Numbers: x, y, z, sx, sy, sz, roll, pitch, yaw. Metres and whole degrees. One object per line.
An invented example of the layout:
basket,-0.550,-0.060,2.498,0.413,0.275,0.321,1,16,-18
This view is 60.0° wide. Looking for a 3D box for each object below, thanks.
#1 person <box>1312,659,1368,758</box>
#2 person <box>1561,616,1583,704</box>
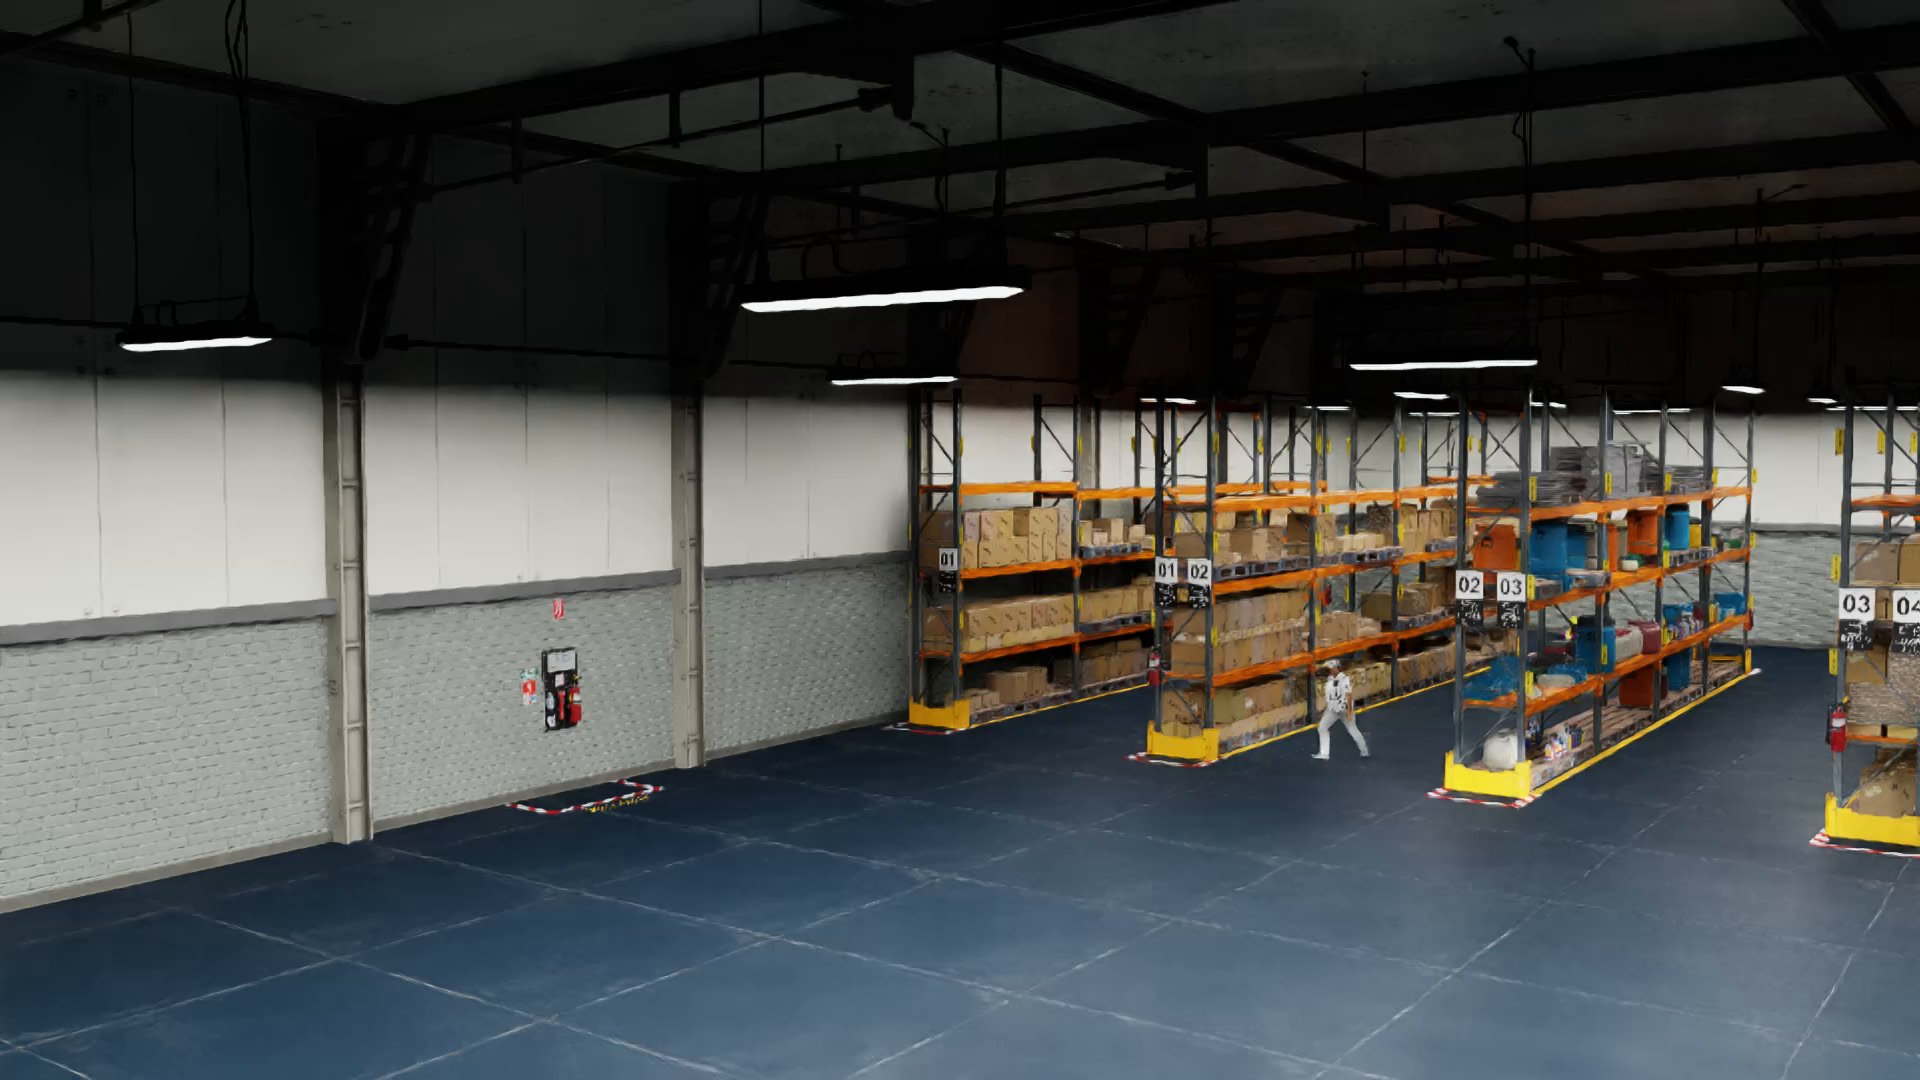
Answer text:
person,6.104,2.686,26.543,0.939,1.599,0.527,-2,4,-34
person,11.938,2.308,32.295,0.577,1.687,1.121,3,4,38
